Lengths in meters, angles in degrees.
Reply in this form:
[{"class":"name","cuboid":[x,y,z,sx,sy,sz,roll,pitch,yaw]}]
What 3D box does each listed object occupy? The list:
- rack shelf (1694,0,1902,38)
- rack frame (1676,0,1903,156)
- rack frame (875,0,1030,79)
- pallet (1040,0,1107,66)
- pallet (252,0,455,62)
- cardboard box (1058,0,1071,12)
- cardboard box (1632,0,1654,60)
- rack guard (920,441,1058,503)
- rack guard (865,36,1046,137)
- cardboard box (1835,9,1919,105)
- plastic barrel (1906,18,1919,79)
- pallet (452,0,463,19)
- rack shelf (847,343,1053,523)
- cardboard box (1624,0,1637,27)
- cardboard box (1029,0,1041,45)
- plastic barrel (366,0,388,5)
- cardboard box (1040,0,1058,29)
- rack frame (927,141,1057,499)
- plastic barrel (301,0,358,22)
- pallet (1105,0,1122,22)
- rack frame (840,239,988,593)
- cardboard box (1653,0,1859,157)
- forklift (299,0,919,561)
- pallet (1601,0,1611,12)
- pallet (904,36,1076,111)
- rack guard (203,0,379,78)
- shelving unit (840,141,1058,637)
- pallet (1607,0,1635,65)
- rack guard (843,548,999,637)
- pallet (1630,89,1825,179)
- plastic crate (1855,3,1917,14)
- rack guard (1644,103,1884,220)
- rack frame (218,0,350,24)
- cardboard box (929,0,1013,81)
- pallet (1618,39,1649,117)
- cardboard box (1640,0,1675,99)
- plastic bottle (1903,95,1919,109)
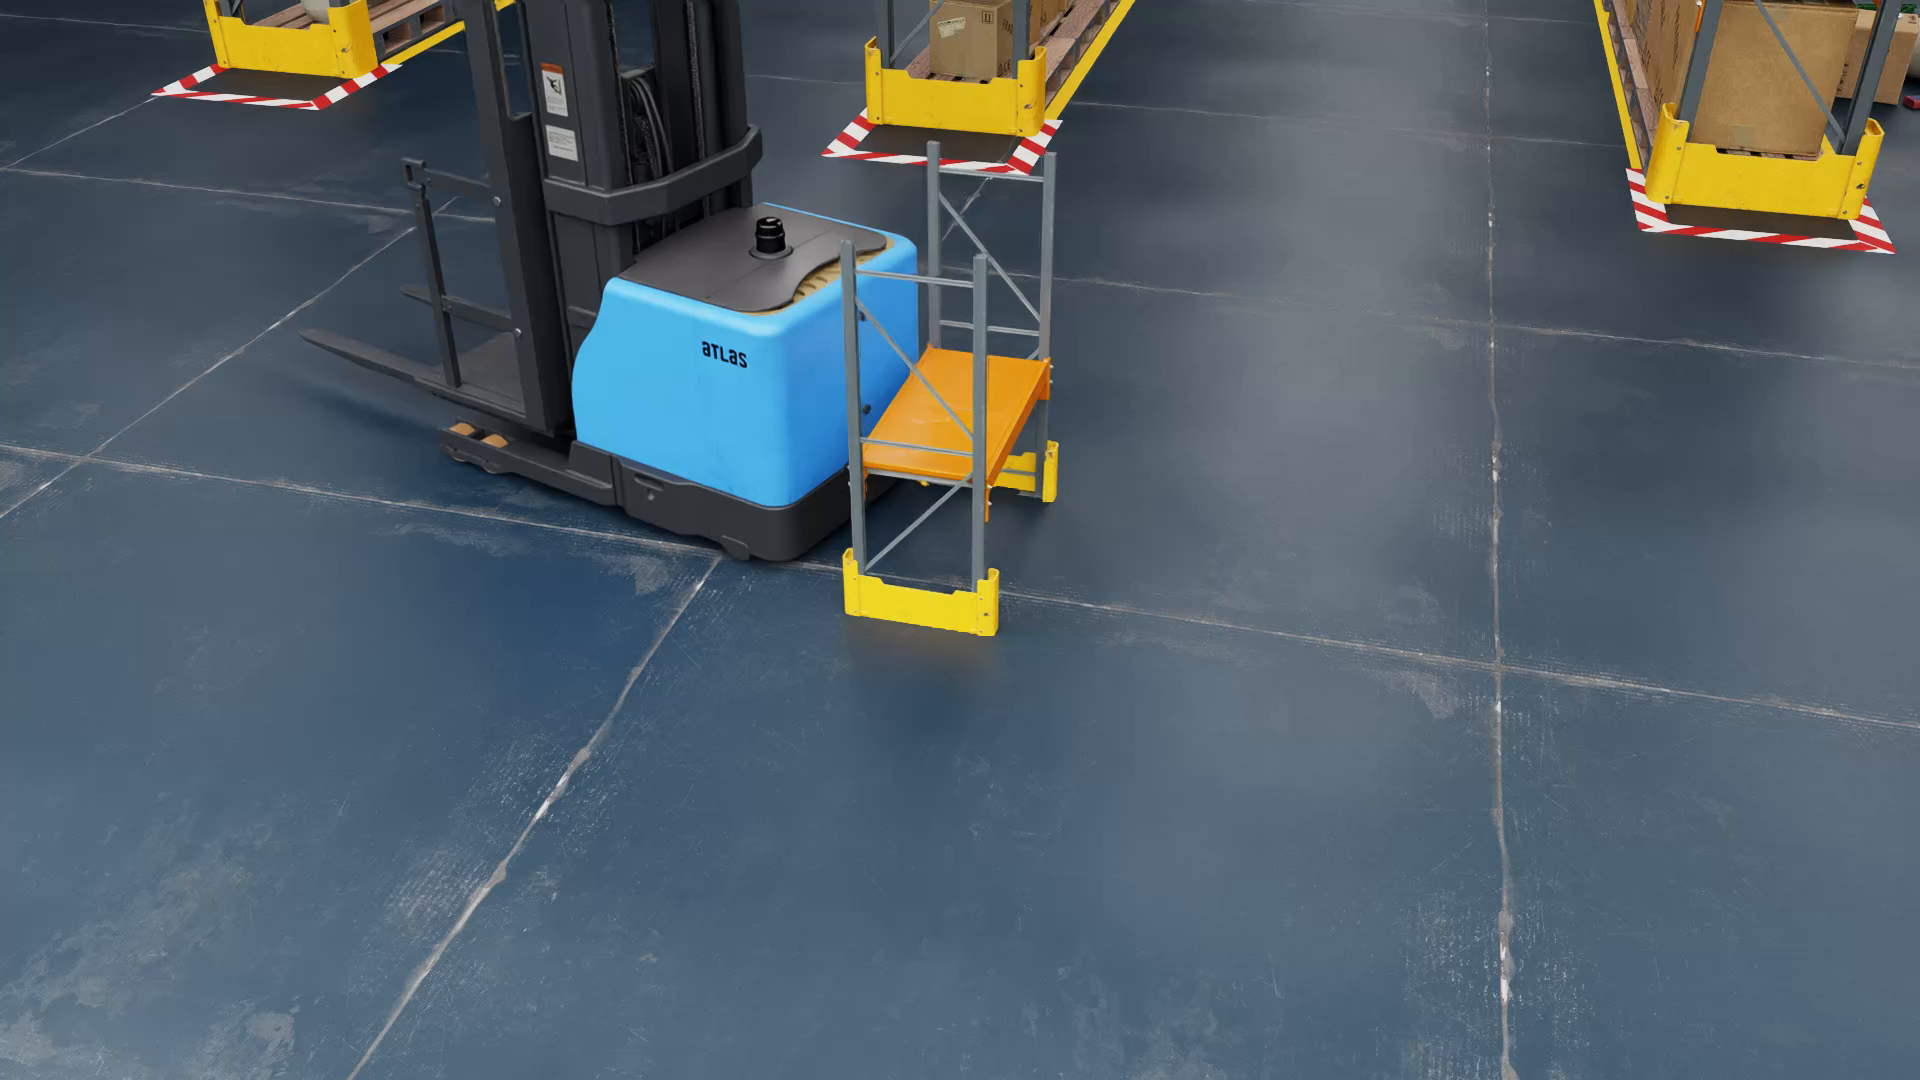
[{"class":"rack shelf","cuboid":[5.230,-4.039,10.977,1.077,0.370,4.000,8,33,12]},{"class":"rack frame","cuboid":[4.722,-3.304,9.152,1.000,3.000,0.127,8,33,12]},{"class":"rack frame","cuboid":[-0.050,-4.032,10.296,1.000,3.000,0.127,8,33,12]},{"class":"pallet","cuboid":[0.522,-3.943,12.755,1.003,0.211,1.213,8,33,12]},{"class":"pallet","cuboid":[-4.655,-3.996,12.839,1.003,0.211,1.213,8,33,12]},{"class":"cardboard box","cuboid":[0.606,-4.397,12.809,0.500,0.500,0.500,5,33,8]},{"class":"cardboard box","cuboid":[5.285,-3.875,11.639,0.875,0.875,0.875,8,33,13]},{"class":"rack guard","cuboid":[0.119,-0.320,7.021,0.587,0.250,0.087,8,33,13]},{"class":"rack guard","cuboid":[-0.030,-3.017,11.029,1.175,0.500,0.348,8,33,12]},{"class":"cardboard box","cuboid":[6.336,-3.381,11.600,0.500,0.500,0.500,14,35,21]},{"class":"plastic barrel","cuboid":[6.933,-3.495,11.853,0.421,0.421,0.512,-21,38,-29]},{"class":"pallet","cuboid":[-4.344,-4.627,13.832,1.003,0.211,1.213,8,33,12]},{"class":"rack shelf","cuboid":[-0.016,-0.434,6.370,0.538,0.185,1.000,8,33,13]},{"class":"cardboard box","cuboid":[5.510,-4.344,12.376,0.875,0.875,0.875,9,33,13]},{"class":"cardboard box","cuboid":[0.244,-3.791,11.856,0.500,0.500,0.500,17,36,25]},{"class":"plastic barrel","cuboid":[-4.620,-4.446,12.875,0.421,0.512,0.421,0,32,0]},{"class":"cardboard box","cuboid":[0.421,-4.113,12.363,0.500,0.500,0.500,11,34,17]},{"class":"rack frame","cuboid":[0.119,-0.849,6.687,0.500,1.500,0.032,8,33,13]},{"class":"plastic barrel","cuboid":[-4.747,-4.186,12.466,0.421,0.512,0.421,0,32,0]},{"class":"pallet","cuboid":[0.829,-4.578,13.754,1.003,0.211,1.213,8,33,12]},{"class":"rack frame","cuboid":[-0.152,-0.323,5.860,0.500,1.500,0.032,8,33,13]},{"class":"cardboard box","cuboid":[4.830,-2.946,10.177,0.875,0.875,0.875,8,33,13]},{"class":"forklift","cuboid":[-1.676,-1.743,6.760,3.031,2.935,1.130,19,37,27]},{"class":"pallet","cuboid":[5.860,-4.614,13.811,1.003,0.211,1.213,8,33,12]},{"class":"pallet","cuboid":[0.210,-3.311,11.762,1.003,0.211,1.213,8,33,12]},{"class":"rack guard","cuboid":[-4.867,-3.697,12.100,1.175,0.500,0.348,8,33,12]},{"class":"shelving unit","cuboid":[-0.014,-0.590,6.281,0.587,1.500,1.083,8,33,13]},{"class":"pallet","cuboid":[5.469,-3.819,12.561,1.003,0.211,1.213,8,33,12]},{"class":"rack guard","cuboid":[-0.147,0.194,6.211,0.587,0.250,0.087,8,33,13]},{"class":"pallet","cuboid":[4.850,-2.553,10.569,1.003,0.211,1.213,8,33,12]},{"class":"plastic crate","cuboid":[6.960,-3.949,12.733,0.662,0.188,0.450,-28,32,-37]},{"class":"rack guard","cuboid":[4.716,-2.237,9.803,1.175,0.500,0.348,8,33,12]},{"class":"rack frame","cuboid":[-4.841,-4.706,11.357,1.000,3.000,0.127,8,33,12]},{"class":"cardboard box","cuboid":[0.125,-3.476,11.361,0.500,0.500,0.500,14,35,21]},{"class":"pallet","cuboid":[5.161,-3.184,11.562,1.003,0.211,1.213,8,33,12]},{"class":"cardboard box","cuboid":[5.052,-3.403,10.895,0.875,0.875,0.875,8,33,12]},{"class":"plastic bottle","cuboid":[6.657,-3.012,11.431,0.283,0.061,0.133,-3,33,-4]}]
